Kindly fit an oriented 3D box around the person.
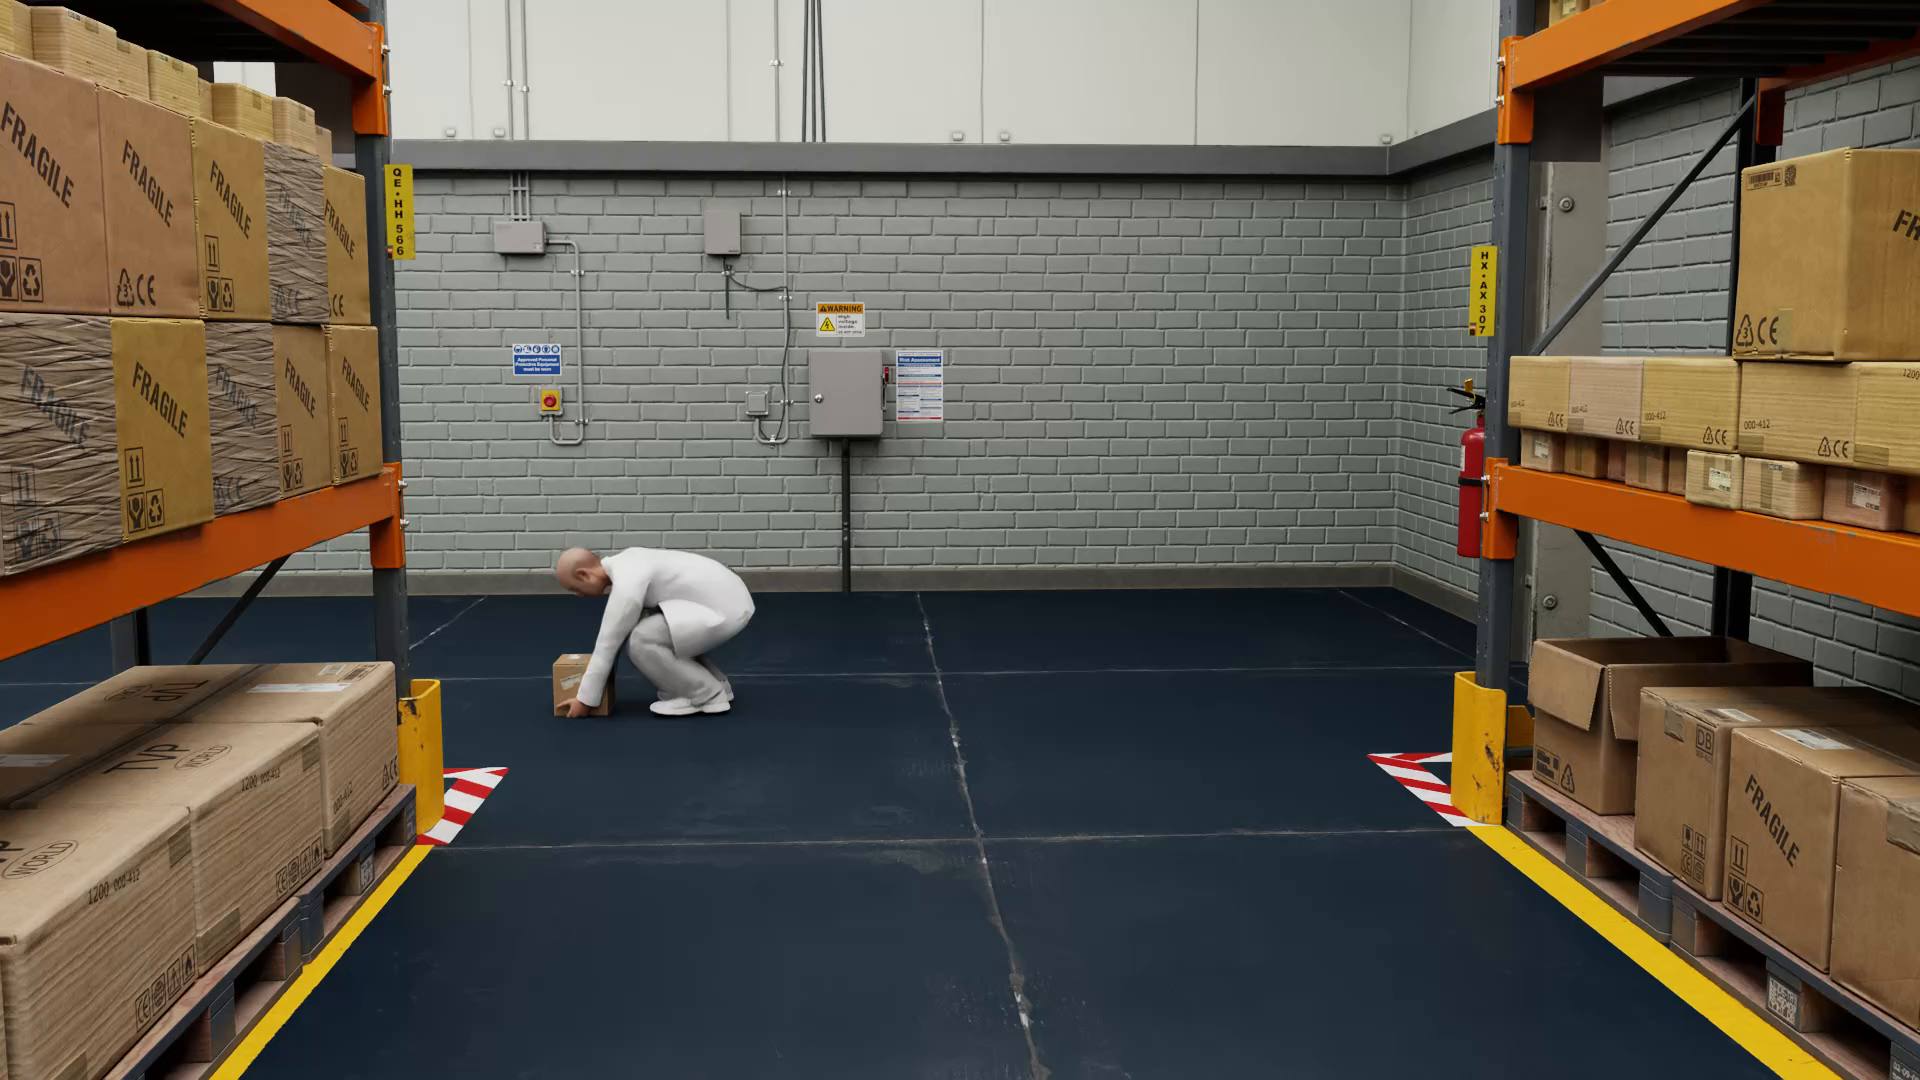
[{"bbox_3d":[-1.448,0.438,7.955,0.932,0.829,0.577,-1,7,-5],"label":"person"}]
